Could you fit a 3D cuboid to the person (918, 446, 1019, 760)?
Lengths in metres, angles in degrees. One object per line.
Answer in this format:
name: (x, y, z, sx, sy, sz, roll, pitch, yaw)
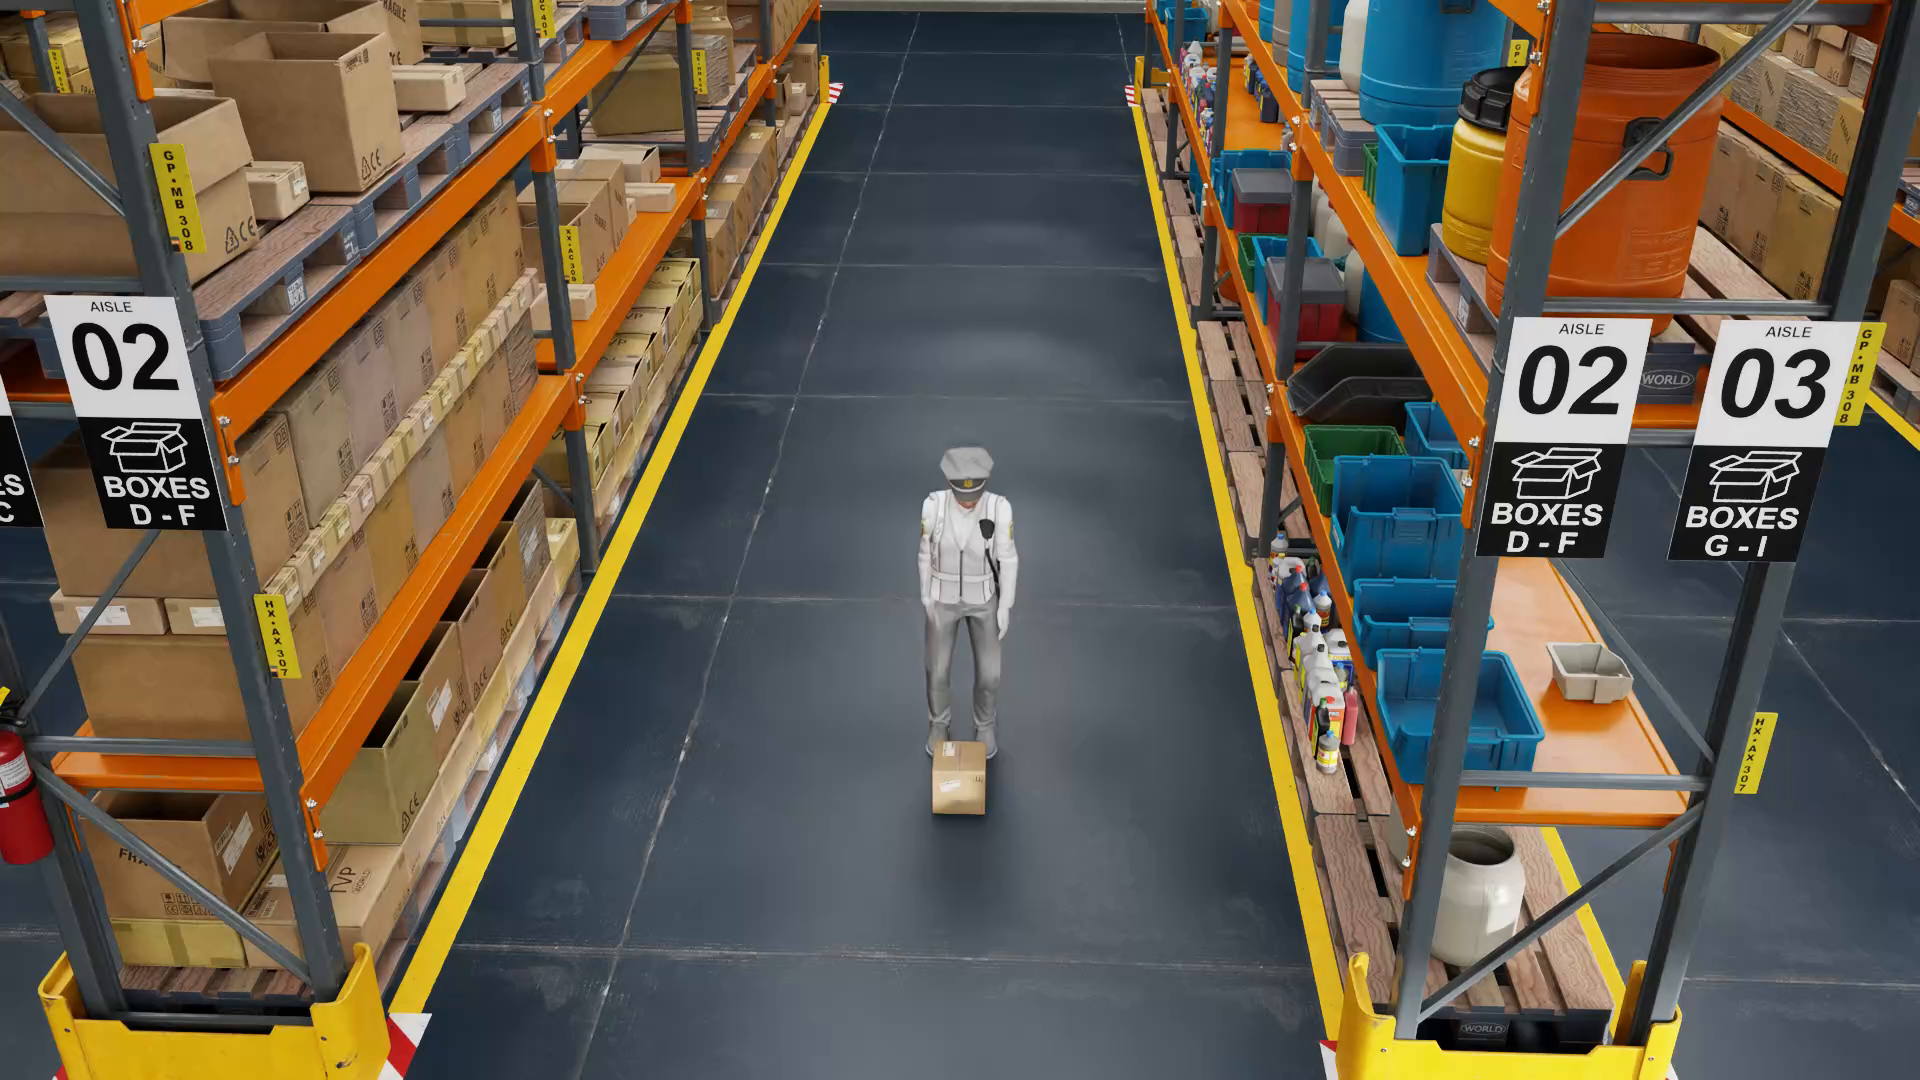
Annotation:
person: (0.036, 0.313, 8.062, 0.485, 1.651, 0.381, 2, 28, 3)
